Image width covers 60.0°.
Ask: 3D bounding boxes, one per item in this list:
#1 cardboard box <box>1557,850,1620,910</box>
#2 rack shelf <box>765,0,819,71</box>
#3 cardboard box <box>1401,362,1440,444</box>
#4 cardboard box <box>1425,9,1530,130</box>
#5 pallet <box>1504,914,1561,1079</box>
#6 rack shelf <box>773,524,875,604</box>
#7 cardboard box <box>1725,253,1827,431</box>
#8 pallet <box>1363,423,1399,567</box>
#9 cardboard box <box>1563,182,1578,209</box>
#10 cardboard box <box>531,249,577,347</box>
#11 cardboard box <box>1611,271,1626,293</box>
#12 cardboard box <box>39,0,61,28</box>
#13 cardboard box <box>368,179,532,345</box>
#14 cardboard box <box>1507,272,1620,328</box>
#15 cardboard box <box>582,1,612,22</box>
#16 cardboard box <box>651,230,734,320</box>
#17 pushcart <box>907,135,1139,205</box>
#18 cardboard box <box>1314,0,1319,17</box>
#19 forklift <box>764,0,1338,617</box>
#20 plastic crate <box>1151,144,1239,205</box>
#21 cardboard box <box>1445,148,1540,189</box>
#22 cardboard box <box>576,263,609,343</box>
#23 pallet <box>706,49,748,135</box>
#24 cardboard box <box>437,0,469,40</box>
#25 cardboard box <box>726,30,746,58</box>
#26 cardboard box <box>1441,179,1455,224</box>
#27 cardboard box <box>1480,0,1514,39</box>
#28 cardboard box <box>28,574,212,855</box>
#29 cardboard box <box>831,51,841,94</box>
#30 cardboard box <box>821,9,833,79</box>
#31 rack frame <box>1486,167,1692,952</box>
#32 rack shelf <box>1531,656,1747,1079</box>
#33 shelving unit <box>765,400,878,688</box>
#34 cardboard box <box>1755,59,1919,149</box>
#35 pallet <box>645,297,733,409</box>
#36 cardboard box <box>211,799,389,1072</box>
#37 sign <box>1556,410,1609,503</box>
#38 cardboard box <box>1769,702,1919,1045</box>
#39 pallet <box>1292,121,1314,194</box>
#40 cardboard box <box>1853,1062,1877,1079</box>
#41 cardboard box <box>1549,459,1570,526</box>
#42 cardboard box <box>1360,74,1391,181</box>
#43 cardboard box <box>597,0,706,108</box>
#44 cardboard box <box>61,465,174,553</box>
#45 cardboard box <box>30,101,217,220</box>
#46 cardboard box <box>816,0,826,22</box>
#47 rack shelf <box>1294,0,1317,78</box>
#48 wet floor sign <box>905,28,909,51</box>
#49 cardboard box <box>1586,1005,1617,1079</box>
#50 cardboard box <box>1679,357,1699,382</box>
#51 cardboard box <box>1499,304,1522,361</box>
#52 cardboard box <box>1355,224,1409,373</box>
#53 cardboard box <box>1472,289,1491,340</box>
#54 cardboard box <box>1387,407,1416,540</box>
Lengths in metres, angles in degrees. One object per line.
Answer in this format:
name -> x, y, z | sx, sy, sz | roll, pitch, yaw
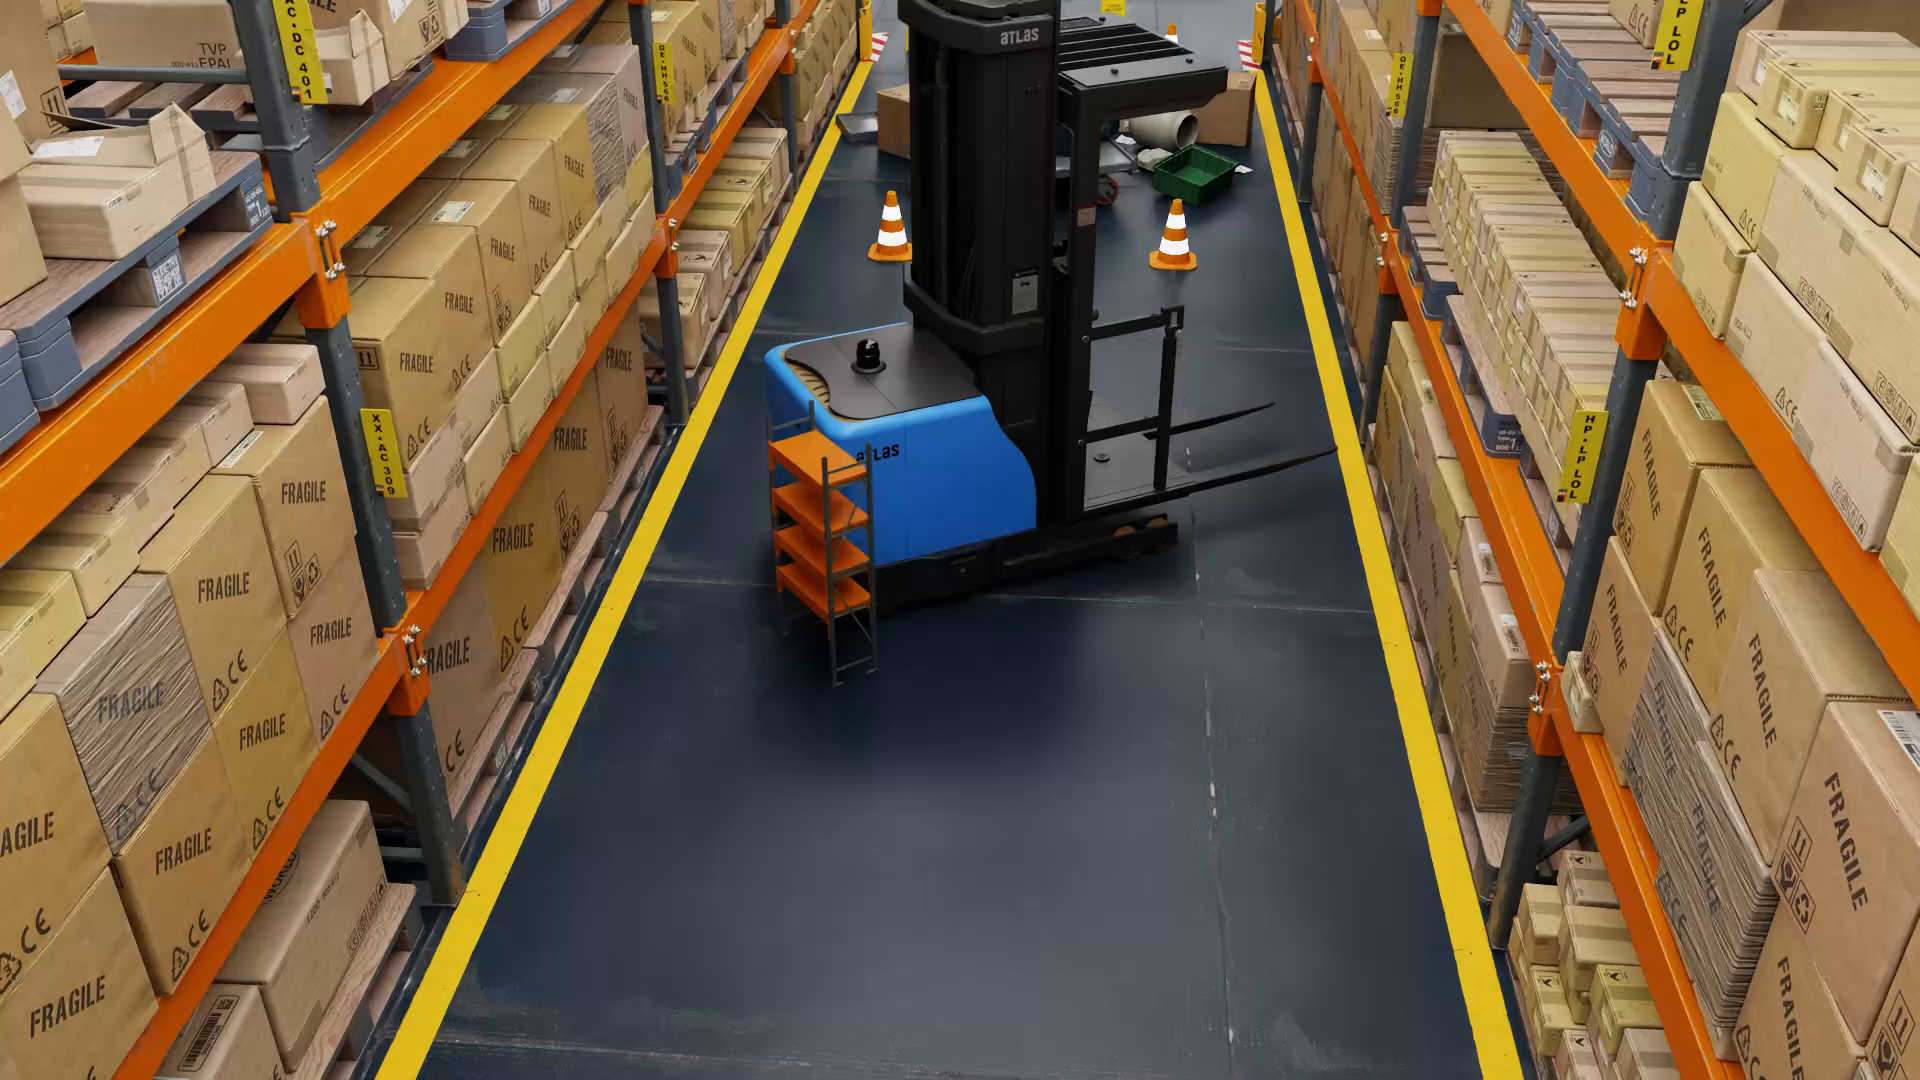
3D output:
cardboard box -> 2.267, 1.209, 5.679 | 0.380, 0.149, 0.250 | 4, 32, 6
rack shelf -> -1.626, -4.825, 14.406 | 1.077, 0.370, 4.000 | 2, 32, 4
cardboard box -> 2.488, -0.654, 8.219 | 0.500, 0.250, 0.500 | 2, 32, 3
cardboard box -> 2.873, -2.538, 8.961 | 0.700, 0.500, 0.500 | 2, 32, 4
pallet -> 2.482, 1.796, 5.634 | 1.003, 0.211, 1.213 | 2, 32, 4
rack shelf -> -0.625, 0.081, 7.602 | 0.258, 0.148, 0.480 | -20, 37, -29
cardboard box -> 2.169, -0.464, 3.927 | 0.500, 0.250, 0.500 | 2, 32, 3
pallet -> 2.762, -0.240, 8.938 | 1.003, 0.211, 1.213 | 2, 32, 4
cardboard box -> 3.241, -1.756, 8.296 | 0.380, 0.149, 0.250 | 3, 32, 5
cardboard box -> -2.003, -1.070, 7.294 | 0.500, 0.250, 0.500 | 2, 32, 2
cardboard box -> 3.158, -1.094, 7.506 | 0.380, 0.149, 0.250 | 1, 32, 2
cardboard box -> -6.604, -3.640, 11.465 | 0.500, 0.250, 0.500 | 3, 32, 5
cardboard box -> -2.061, -1.118, 6.656 | 0.500, 0.500, 0.500 | 2, 32, 3
cardboard box -> 2.446, -0.969, 6.735 | 0.380, 0.149, 0.250 | 1, 32, 2
cardboard box -> -2.324, -2.862, 9.756 | 0.500, 0.500, 0.500 | 2, 32, 3
cardboard box -> -2.007, -1.735, 10.811 | 0.950, 0.372, 0.625 | 2, 32, 3
pushcart -> 0.487, -2.898, 13.093 | 1.648, 0.377, 0.936 | -8, 33, -13
cardboard box -> 3.171, -4.184, 12.537 | 0.875, 0.550, 0.550 | 2, 32, 4
forklift -> 0.572, -1.387, 8.208 | 3.031, 2.935, 1.130 | -14, 34, -21
plastic crate -> 1.861, -2.901, 13.224 | 0.450, 0.188, 0.662 | 29, 41, 23
cardboard box -> 2.577, -1.786, 8.062 | 0.380, 0.149, 0.250 | 2, 32, 3
cardboard box -> -1.980, -1.124, 7.858 | 0.500, 0.250, 0.500 | 2, 32, 3
pallet -> -1.995, -2.949, 10.859 | 1.003, 0.211, 1.213 | 2, 32, 4
cardboard box -> -1.989, -1.905, 5.946 | 0.380, 0.166, 0.250 | 0, 32, 1
cardboard box -> -1.653, -3.344, 11.156 | 0.380, 0.149, 0.250 | 2, 32, 4
cardboard box -> 2.567, -1.648, 8.120 | 0.380, 0.149, 0.250 | 4, 32, 6
cardboard box -> 2.446, -2.344, 6.740 | 0.500, 0.500, 0.500 | 2, 32, 4
cardboard box -> -2.285, 0.420, 4.162 | 0.500, 0.500, 0.500 | 3, 32, 5
cardboard box -> -1.348, -4.207, 14.938 | 0.500, 0.250, 0.500 | 1, 32, 2
cardboard box -> -1.396, -4.261, 14.312 | 0.500, 0.500, 0.500 | 4, 32, 7
rack frame -> 2.501, 0.256, 5.475 | 1.000, 3.000, 0.127 | 2, 32, 4
rack shelf -> 2.338, 1.608, 3.967 | 1.077, 0.370, 4.000 | 2, 32, 4
shelving unit -> -0.625, 0.024, 7.567 | 0.258, 1.200, 0.503 | -20, 37, -29
cardboard box -> 2.181, -1.057, 4.033 | 0.380, 0.149, 0.250 | 1, 32, 2
pallet -> -2.050, -1.215, 10.521 | 1.003, 0.211, 1.213 | 2, 32, 4
cardboard box -> -2.599, 1.333, 5.769 | 0.875, 0.438, 0.875 | 2, 32, 3
sign -> 1.948, -0.258, 5.207 | 0.100, 0.325, 0.005 | 2, 32, 4
cardboard box -> 2.079, 0.689, 3.441 | 0.500, 0.500, 0.500 | 1, 32, 2
pallet -> 3.292, -3.134, 13.634 | 1.003, 0.211, 1.213 | 2, 32, 4
cardboard box -> 2.034, 1.398, 3.243 | 0.500, 0.500, 0.500 | 3, 32, 4
cardboard box -> 2.357, -0.168, 6.002 | 0.380, 0.149, 0.250 | 3, 32, 4
cardboard box -> 2.638, -2.386, 9.667 | 0.500, 0.500, 0.500 | 2, 32, 4
cardboard box -> -1.812, -2.840, 9.720 | 0.500, 0.500, 0.500 | 4, 32, 7
cardboard box -> -2.311, -0.076, 4.347 | 0.380, 0.149, 0.250 | 2, 32, 4
cardboard box -> -2.174, -0.996, 4.280 | 0.396, 0.266, 0.258 | 3, 32, 6
cardboard box -> -1.343, -4.459, 14.013 | 0.380, 0.149, 0.250 | 4, 32, 7
rack shelf -> 3.315, -4.666, 14.149 | 1.077, 0.370, 4.000 | 2, 32, 4
wet floor sign -> -0.382, -5.228, 16.619 | 0.267, 0.644, 0.232 | 14, 34, 21
cardboard box -> 2.238, 1.606, 5.319 | 0.380, 0.149, 0.250 | 2, 32, 4
cardboard box -> 3.072, -0.676, 6.544 | 0.380, 0.149, 0.250 | 4, 32, 6
cardboard box -> 2.441, -0.848, 6.823 | 0.380, 0.149, 0.250 | 3, 32, 4
cardboard box -> 2.966, -1.371, 9.859 | 1.050, 0.750, 0.750 | 2, 32, 3
cardboard box -> 2.483, -0.988, 7.334 | 0.380, 0.149, 0.250 | 3, 32, 5
cardboard box -> 2.478, -0.328, 8.405 | 0.500, 0.500, 0.500 | 3, 32, 5
